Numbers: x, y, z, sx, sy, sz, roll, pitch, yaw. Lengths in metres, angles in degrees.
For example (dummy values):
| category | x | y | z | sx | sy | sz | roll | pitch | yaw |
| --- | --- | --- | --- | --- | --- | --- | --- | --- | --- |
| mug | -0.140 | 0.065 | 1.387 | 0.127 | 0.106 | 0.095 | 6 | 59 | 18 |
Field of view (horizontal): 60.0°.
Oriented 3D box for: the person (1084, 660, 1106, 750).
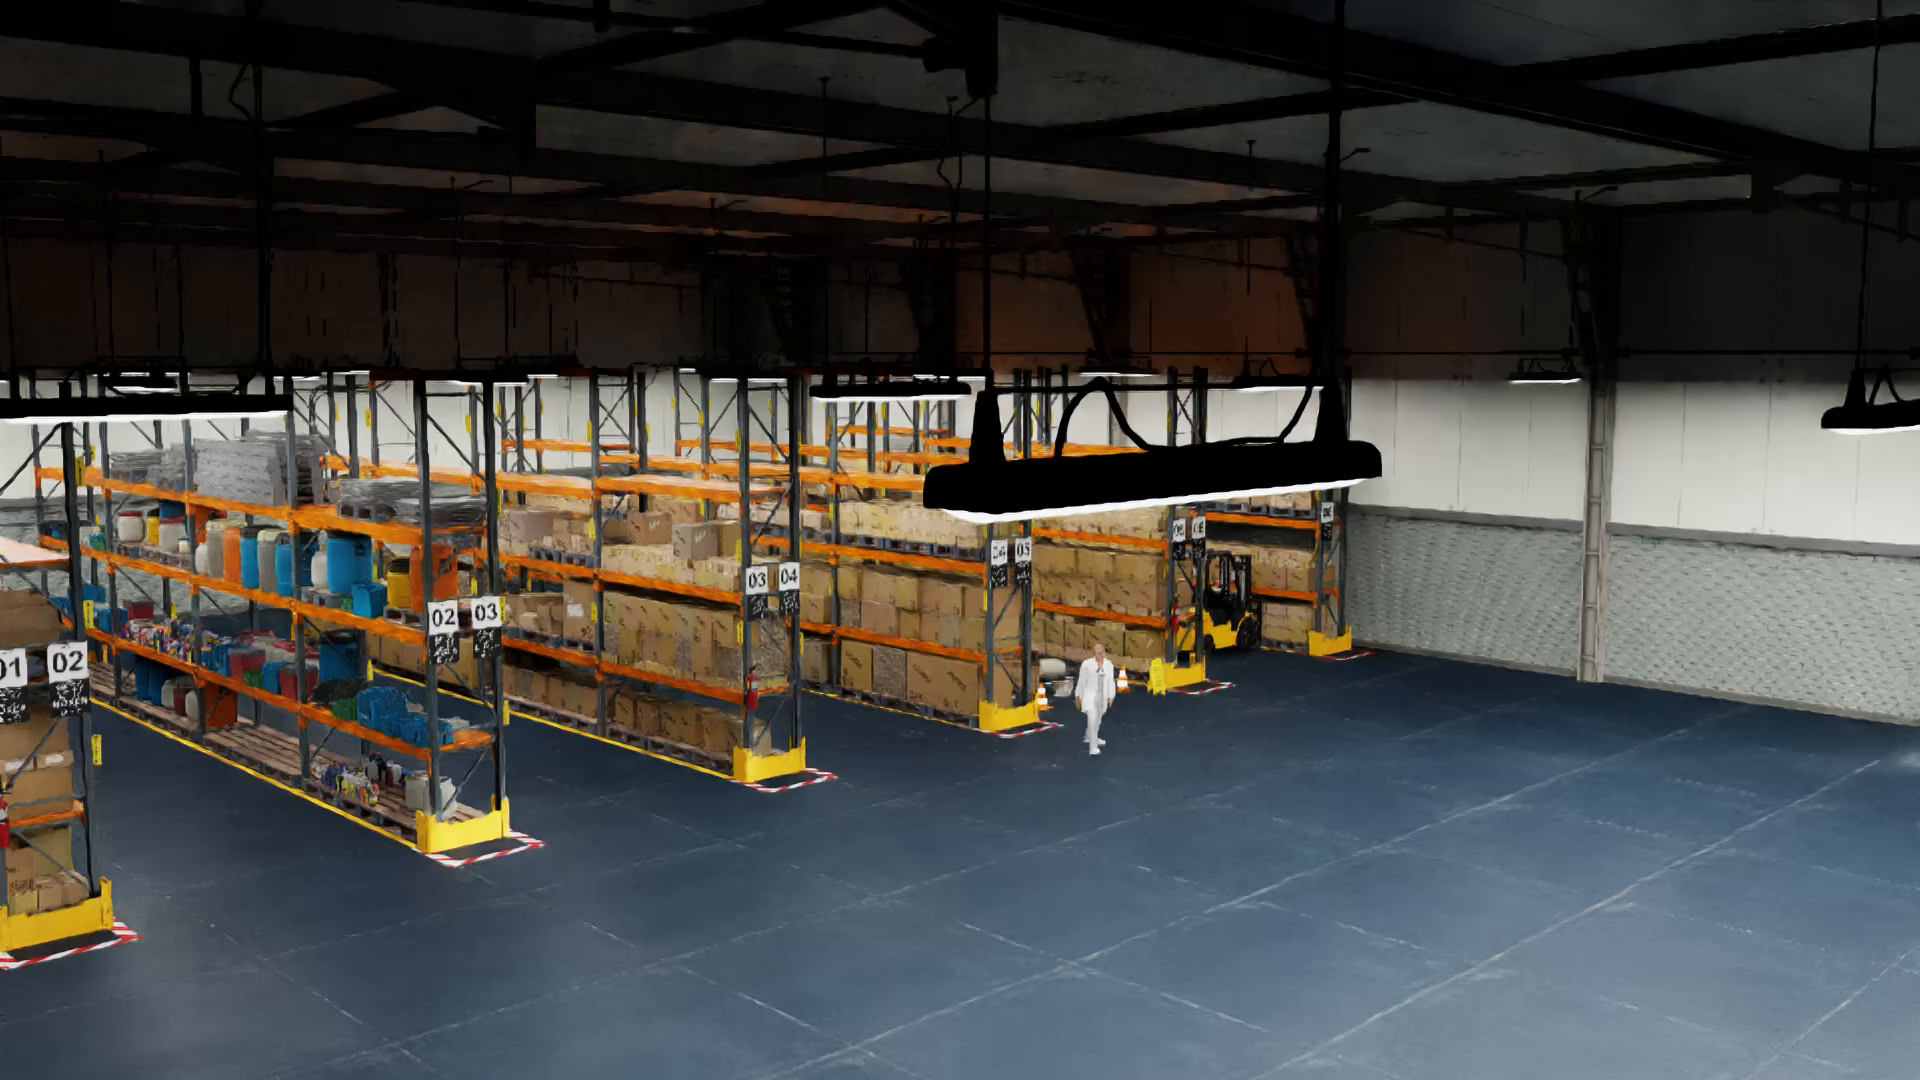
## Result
| category | x | y | z | sx | sy | sz | roll | pitch | yaw |
| --- | --- | --- | --- | --- | --- | --- | --- | --- | --- |
| person | 2.116 | 2.571 | 26.458 | 0.437 | 1.444 | 0.840 | -2 | 7 | -21 |

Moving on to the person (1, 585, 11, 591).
| category | x | y | z | sx | sy | sz | roll | pitch | yaw |
| --- | --- | --- | --- | --- | --- | --- | --- | --- | --- |
| person | -19.645 | 1.439 | 34.342 | 0.452 | 0.806 | 0.359 | -3 | 7 | -22 |
